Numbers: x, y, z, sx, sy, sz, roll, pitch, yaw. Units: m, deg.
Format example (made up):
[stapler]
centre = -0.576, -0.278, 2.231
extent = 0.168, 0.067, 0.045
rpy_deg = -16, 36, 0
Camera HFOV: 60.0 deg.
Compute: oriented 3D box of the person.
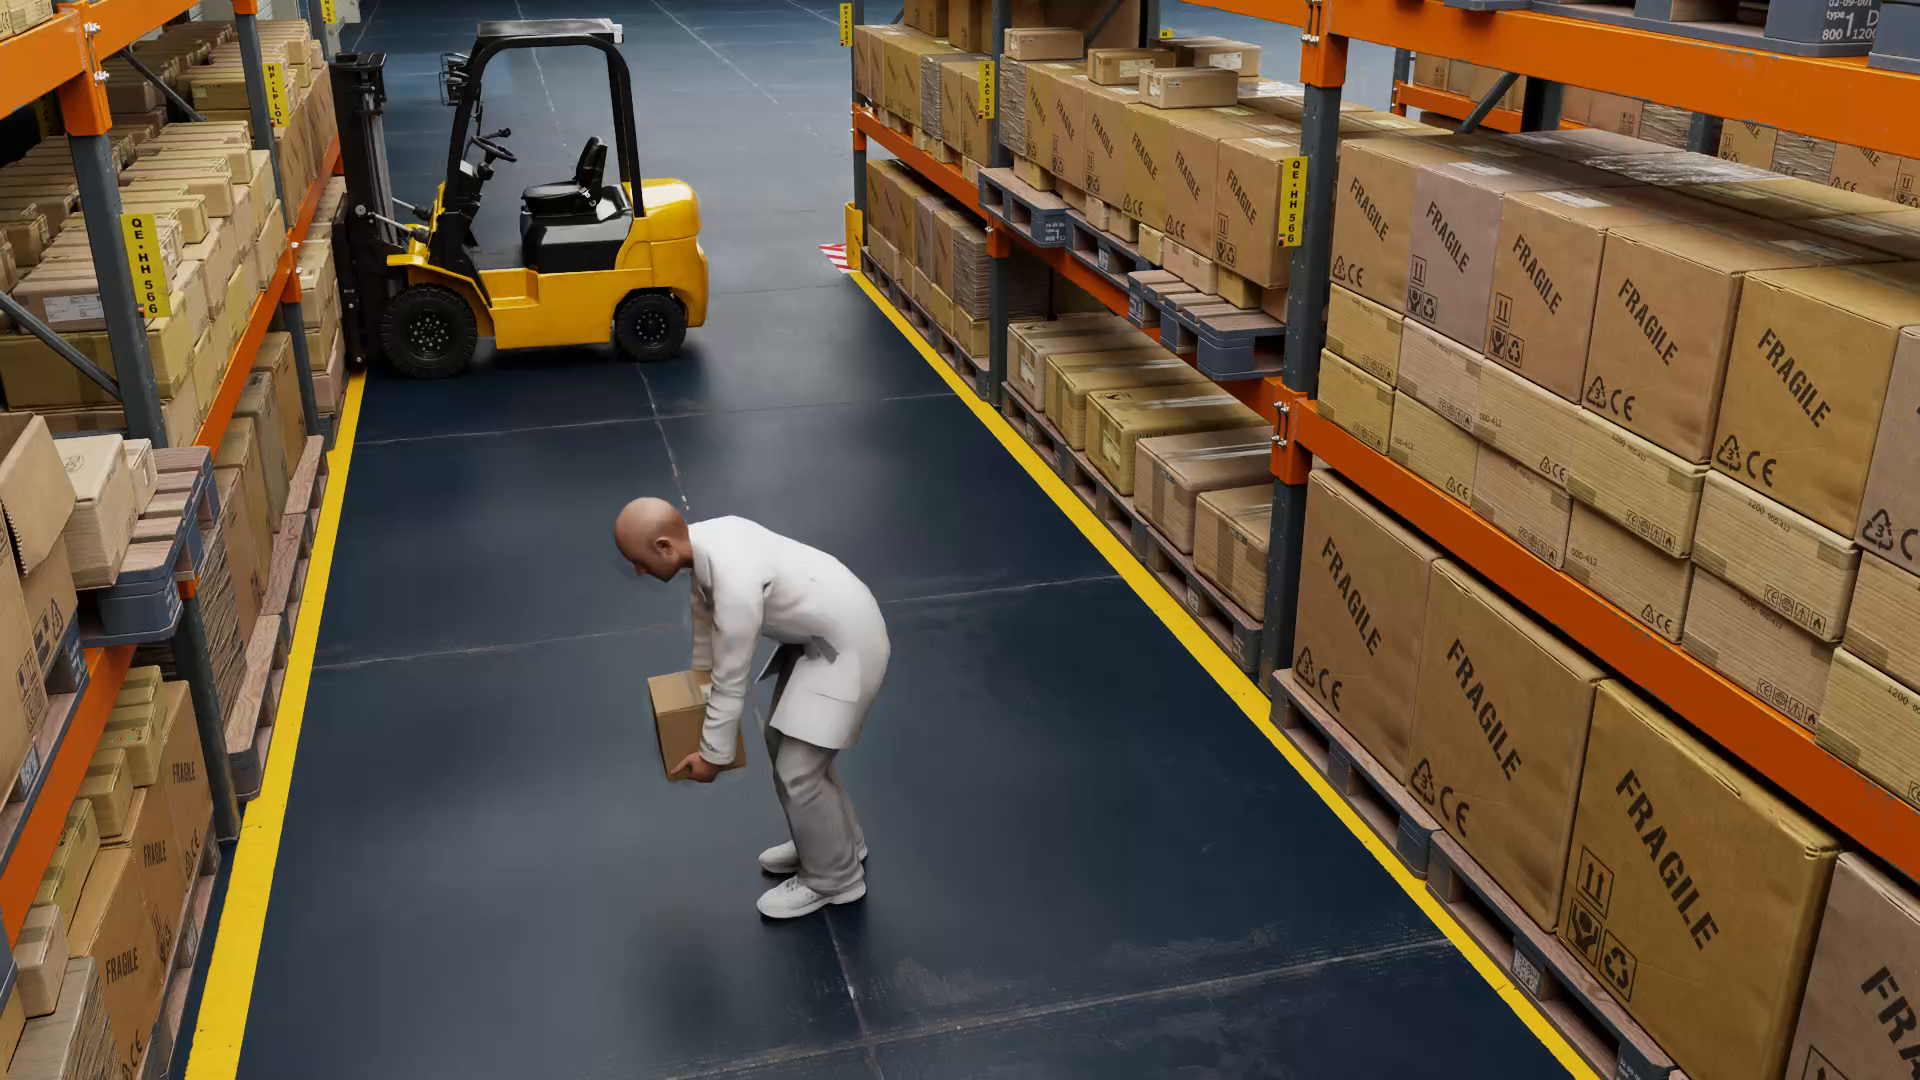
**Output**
[person]
centre = -0.637, 0.515, 5.311
extent = 0.834, 1.448, 0.550
rpy_deg = -7, 24, -16
